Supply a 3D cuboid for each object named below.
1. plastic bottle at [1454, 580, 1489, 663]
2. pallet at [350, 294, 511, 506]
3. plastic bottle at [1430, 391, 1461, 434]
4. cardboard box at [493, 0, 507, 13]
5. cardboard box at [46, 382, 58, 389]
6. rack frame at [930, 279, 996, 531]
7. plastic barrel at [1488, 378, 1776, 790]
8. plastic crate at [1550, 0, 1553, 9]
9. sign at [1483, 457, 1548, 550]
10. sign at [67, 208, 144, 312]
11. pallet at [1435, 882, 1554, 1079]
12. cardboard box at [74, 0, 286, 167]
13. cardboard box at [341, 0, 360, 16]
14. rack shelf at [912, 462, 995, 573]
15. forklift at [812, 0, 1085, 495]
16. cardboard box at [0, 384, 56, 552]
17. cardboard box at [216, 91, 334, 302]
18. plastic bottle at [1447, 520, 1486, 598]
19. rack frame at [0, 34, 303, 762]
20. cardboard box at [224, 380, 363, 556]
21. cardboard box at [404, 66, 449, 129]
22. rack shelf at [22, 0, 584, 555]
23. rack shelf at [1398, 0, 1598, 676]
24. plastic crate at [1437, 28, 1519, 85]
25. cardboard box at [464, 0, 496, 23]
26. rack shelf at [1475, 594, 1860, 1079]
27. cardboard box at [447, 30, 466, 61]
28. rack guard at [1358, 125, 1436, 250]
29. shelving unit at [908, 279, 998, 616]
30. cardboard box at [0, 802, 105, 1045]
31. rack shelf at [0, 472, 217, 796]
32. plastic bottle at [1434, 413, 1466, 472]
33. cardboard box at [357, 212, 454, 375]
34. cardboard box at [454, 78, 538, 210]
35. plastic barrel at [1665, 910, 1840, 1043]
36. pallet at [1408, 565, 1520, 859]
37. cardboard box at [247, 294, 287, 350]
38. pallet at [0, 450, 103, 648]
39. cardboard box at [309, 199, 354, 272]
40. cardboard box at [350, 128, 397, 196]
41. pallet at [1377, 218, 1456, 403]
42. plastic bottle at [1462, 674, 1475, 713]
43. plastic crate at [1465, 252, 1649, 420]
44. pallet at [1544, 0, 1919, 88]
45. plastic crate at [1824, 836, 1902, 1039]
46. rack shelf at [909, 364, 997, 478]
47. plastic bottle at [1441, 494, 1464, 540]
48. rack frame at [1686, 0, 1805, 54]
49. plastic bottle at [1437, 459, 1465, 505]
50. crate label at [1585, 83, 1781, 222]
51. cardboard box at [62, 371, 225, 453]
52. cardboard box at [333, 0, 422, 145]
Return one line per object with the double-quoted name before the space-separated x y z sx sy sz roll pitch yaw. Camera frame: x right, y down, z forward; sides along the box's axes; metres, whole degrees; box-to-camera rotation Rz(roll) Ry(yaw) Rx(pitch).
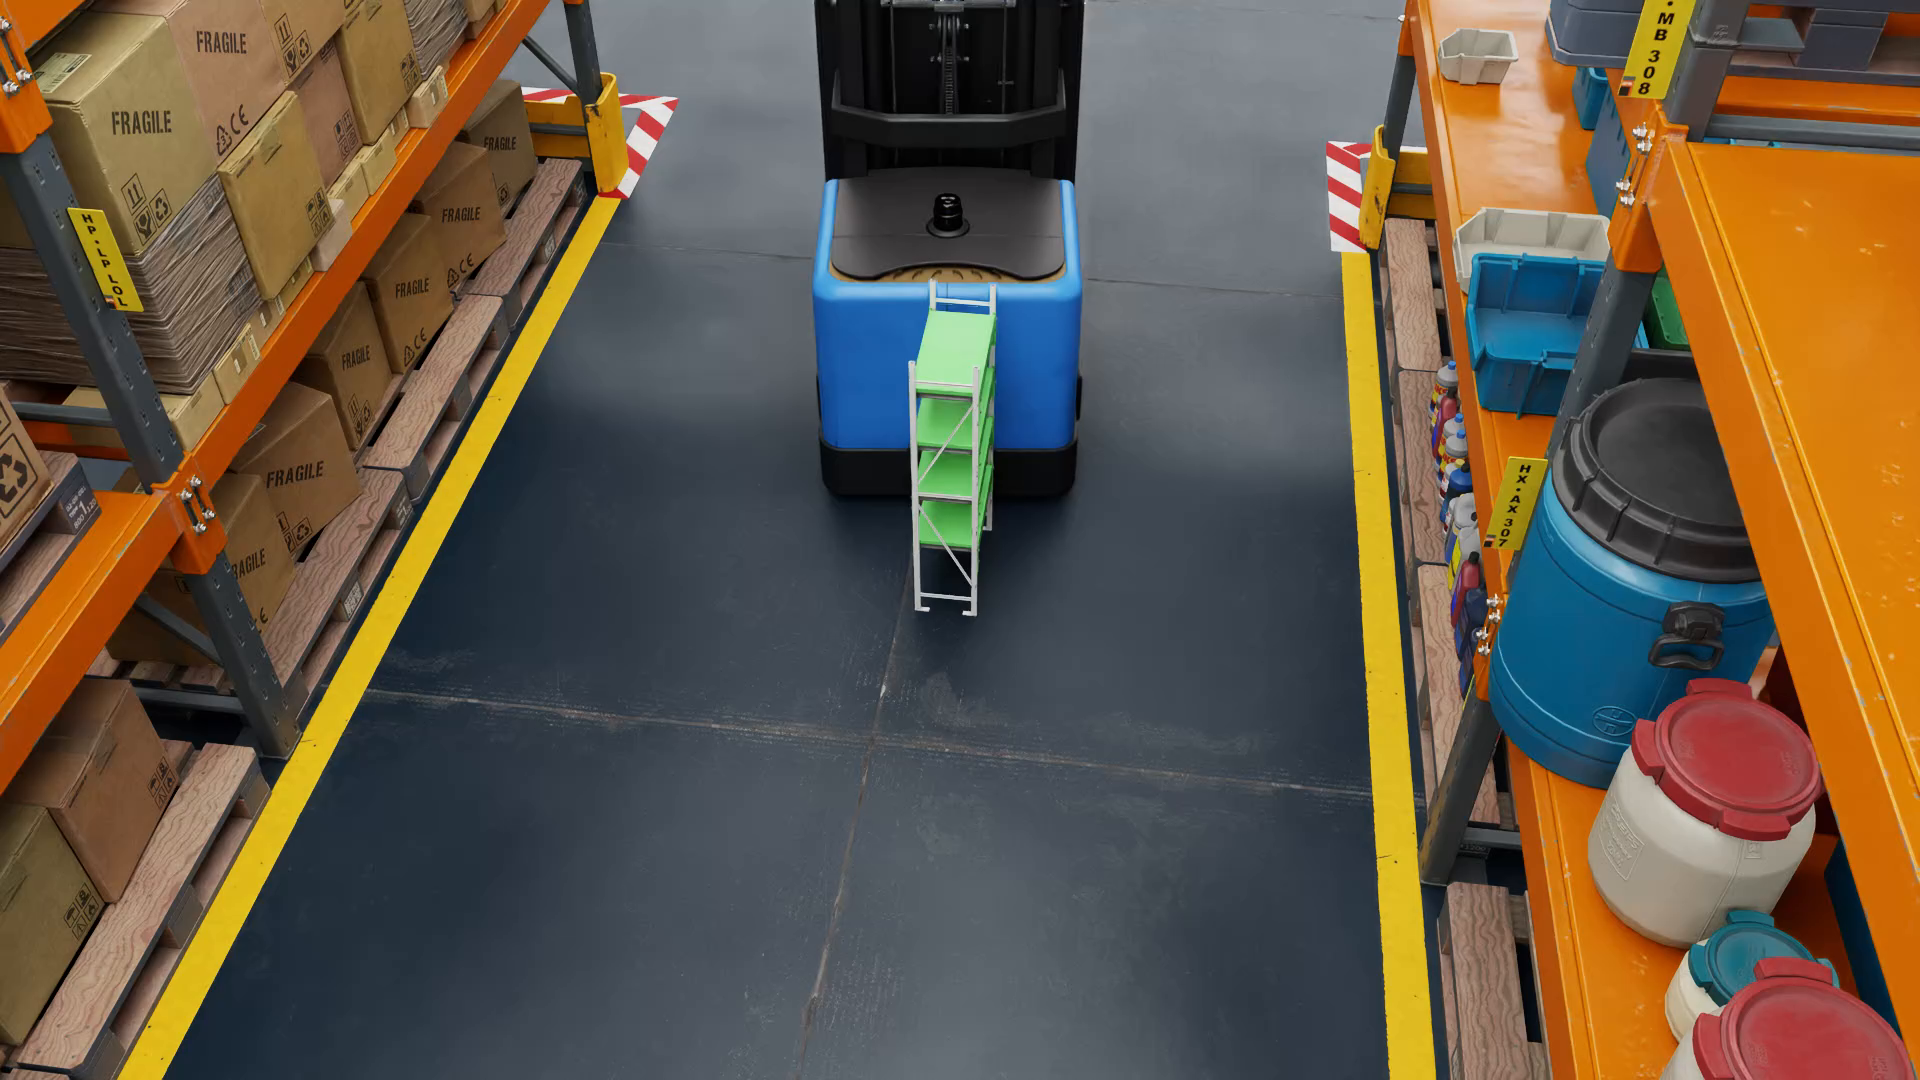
"plastic bottle" 1.859 0.269 5.891 0.144 0.351 0.185 3 44 3
"pallet" -2.663 -0.669 7.304 1.003 0.211 1.213 5 44 6
"plastic bottle" 2.001 -0.529 6.842 0.097 0.201 0.097 0 43 0
"cardboard box" -2.195 -2.464 7.353 0.380 0.149 0.250 5 44 6
"cardboard box" -3.096 -0.639 5.426 0.380 0.149 0.250 5 44 6
"rack frame" 0.010 -0.489 6.394 0.240 1.200 0.015 5 44 6
"plastic barrel" 1.683 0.117 4.081 0.600 0.901 0.708 5 44 6
"plastic crate" 2.793 -2.241 7.043 0.499 0.251 0.616 5 44 6
"sign" 1.490 -0.095 4.467 0.100 0.325 0.005 5 44 6
"sign" -2.325 -0.760 4.529 0.100 0.325 0.005 5 44 6
"pallet" 1.969 1.614 4.892 1.003 0.211 1.213 5 44 6
"cardboard box" -2.499 -1.519 5.156 0.500 0.500 0.500 5 44 6
"cardboard box" -2.378 -2.202 5.877 0.500 0.500 0.500 5 44 6
"rack shelf" -0.022 -0.102 6.427 0.258 0.148 0.480 5 44 6
"forklift" -0.041 -2.237 6.981 1.130 2.935 3.031 0 43 0
"cardboard box" -3.119 -0.229 4.068 1.000 1.000 1.000 6 44 6
"cardboard box" -2.654 -1.170 5.515 0.875 0.500 0.500 5 44 6
"plastic bottle" 1.902 0.049 6.123 0.144 0.351 0.185 5 44 5
"rack frame" -2.875 -0.387 4.977 1.000 3.000 0.127 5 44 6
"cardboard box" -2.715 -0.292 6.389 0.500 0.500 0.500 19 46 19
"cardboard box" -2.274 -1.777 6.628 0.380 0.149 0.250 5 44 6
"rack shelf" -2.611 -1.489 6.664 1.077 0.370 4.000 5 44 6
"rack shelf" 2.299 -1.039 6.189 1.077 0.370 4.000 5 44 6
"plastic crate" 2.126 -1.987 6.858 0.298 0.136 0.250 5 44 6
"cardboard box" -2.394 -2.534 6.955 0.875 0.500 0.500 5 44 6
"rack shelf" 1.770 1.687 3.310 1.077 0.370 4.000 5 44 6
"cardboard box" -2.318 -2.128 6.999 0.380 0.149 0.250 5 44 6
"rack guard" 2.600 -1.699 8.181 1.175 0.500 0.348 5 44 6
"shelving unit" -0.022 -0.323 6.218 0.258 1.200 0.503 5 44 6
"cardboard box" -3.060 1.100 4.904 0.700 0.500 0.500 5 44 5
"rack shelf" -3.140 1.237 3.785 1.077 0.370 4.000 5 44 6
"plastic bottle" 1.969 -0.391 6.646 0.097 0.271 0.097 0 43 0
"cardboard box" -2.592 -1.099 7.241 0.500 0.500 0.500 9 44 9
"cardboard box" -2.446 -1.934 8.124 0.500 0.500 0.500 13 45 13
"plastic barrel" 1.707 1.001 3.612 0.301 0.262 0.301 0 43 0
"pallet" 2.164 0.622 5.940 1.003 0.211 1.213 5 44 6
"cardboard box" -2.497 -0.757 5.551 0.380 0.149 0.250 5 44 6
"pallet" -3.121 0.190 4.507 1.003 0.211 1.213 5 44 6
"cardboard box" -2.400 -1.095 5.908 0.380 0.149 0.250 5 44 6
"cardboard box" -2.364 -1.439 6.271 0.380 0.149 0.250 5 44 6
"pallet" 2.487 -1.041 7.696 1.003 0.211 1.213 5 44 6
"plastic bottle" 1.771 0.532 5.662 0.061 0.283 0.133 7 44 8
"plastic crate" 1.911 -0.662 5.376 0.499 0.251 0.616 5 44 6
"pallet" 2.033 -1.458 4.064 1.213 0.211 1.003 5 44 6
"plastic crate" 2.197 0.849 3.684 0.392 0.384 0.575 5 44 6
"rack shelf" -0.022 -0.451 6.097 0.258 0.148 0.480 5 44 6
"plastic bottle" 1.916 -0.090 6.379 0.097 0.201 0.097 0 43 0
"rack frame" 2.034 -2.115 2.439 1.000 3.000 0.127 5 44 6
"plastic bottle" 1.943 -0.230 6.527 0.097 0.201 0.097 0 43 0
"crate label" 2.588 -1.397 6.018 0.502 0.435 0.616 5 44 6
"cardboard box" -2.549 -0.415 5.190 0.380 0.149 0.250 5 44 6
"cardboard box" -2.580 -1.857 6.241 0.875 0.500 0.500 5 44 6
